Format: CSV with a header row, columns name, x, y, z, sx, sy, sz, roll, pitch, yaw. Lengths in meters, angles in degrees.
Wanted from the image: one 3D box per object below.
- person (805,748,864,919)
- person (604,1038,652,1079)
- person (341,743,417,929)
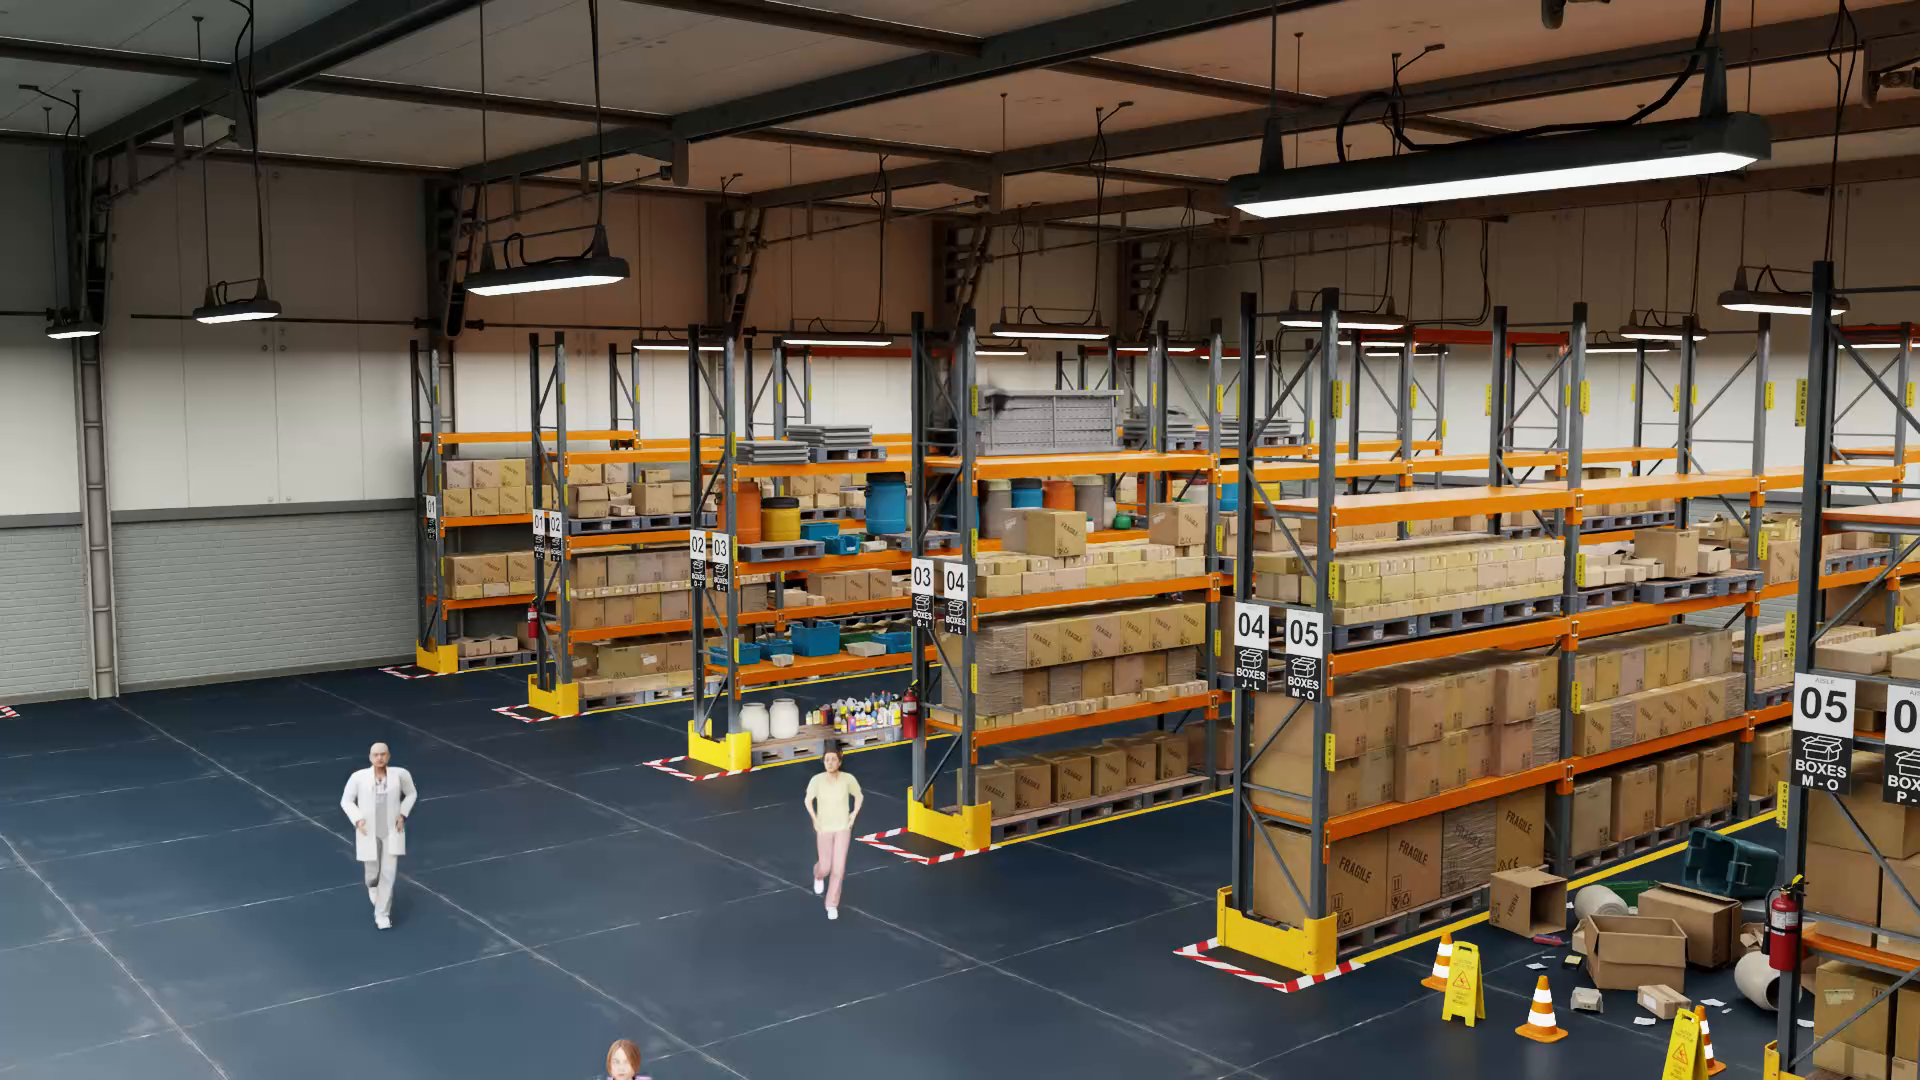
name,x,y,z,sx,sy,sz,roll,pitch,yaw
person,-1.238,2.846,16.402,0.580,1.645,0.647,-1,5,-6
person,-1.878,3.534,9.289,0.538,1.550,0.608,-1,5,-5
person,-5.587,2.812,16.041,0.702,1.743,0.820,-2,6,-23
